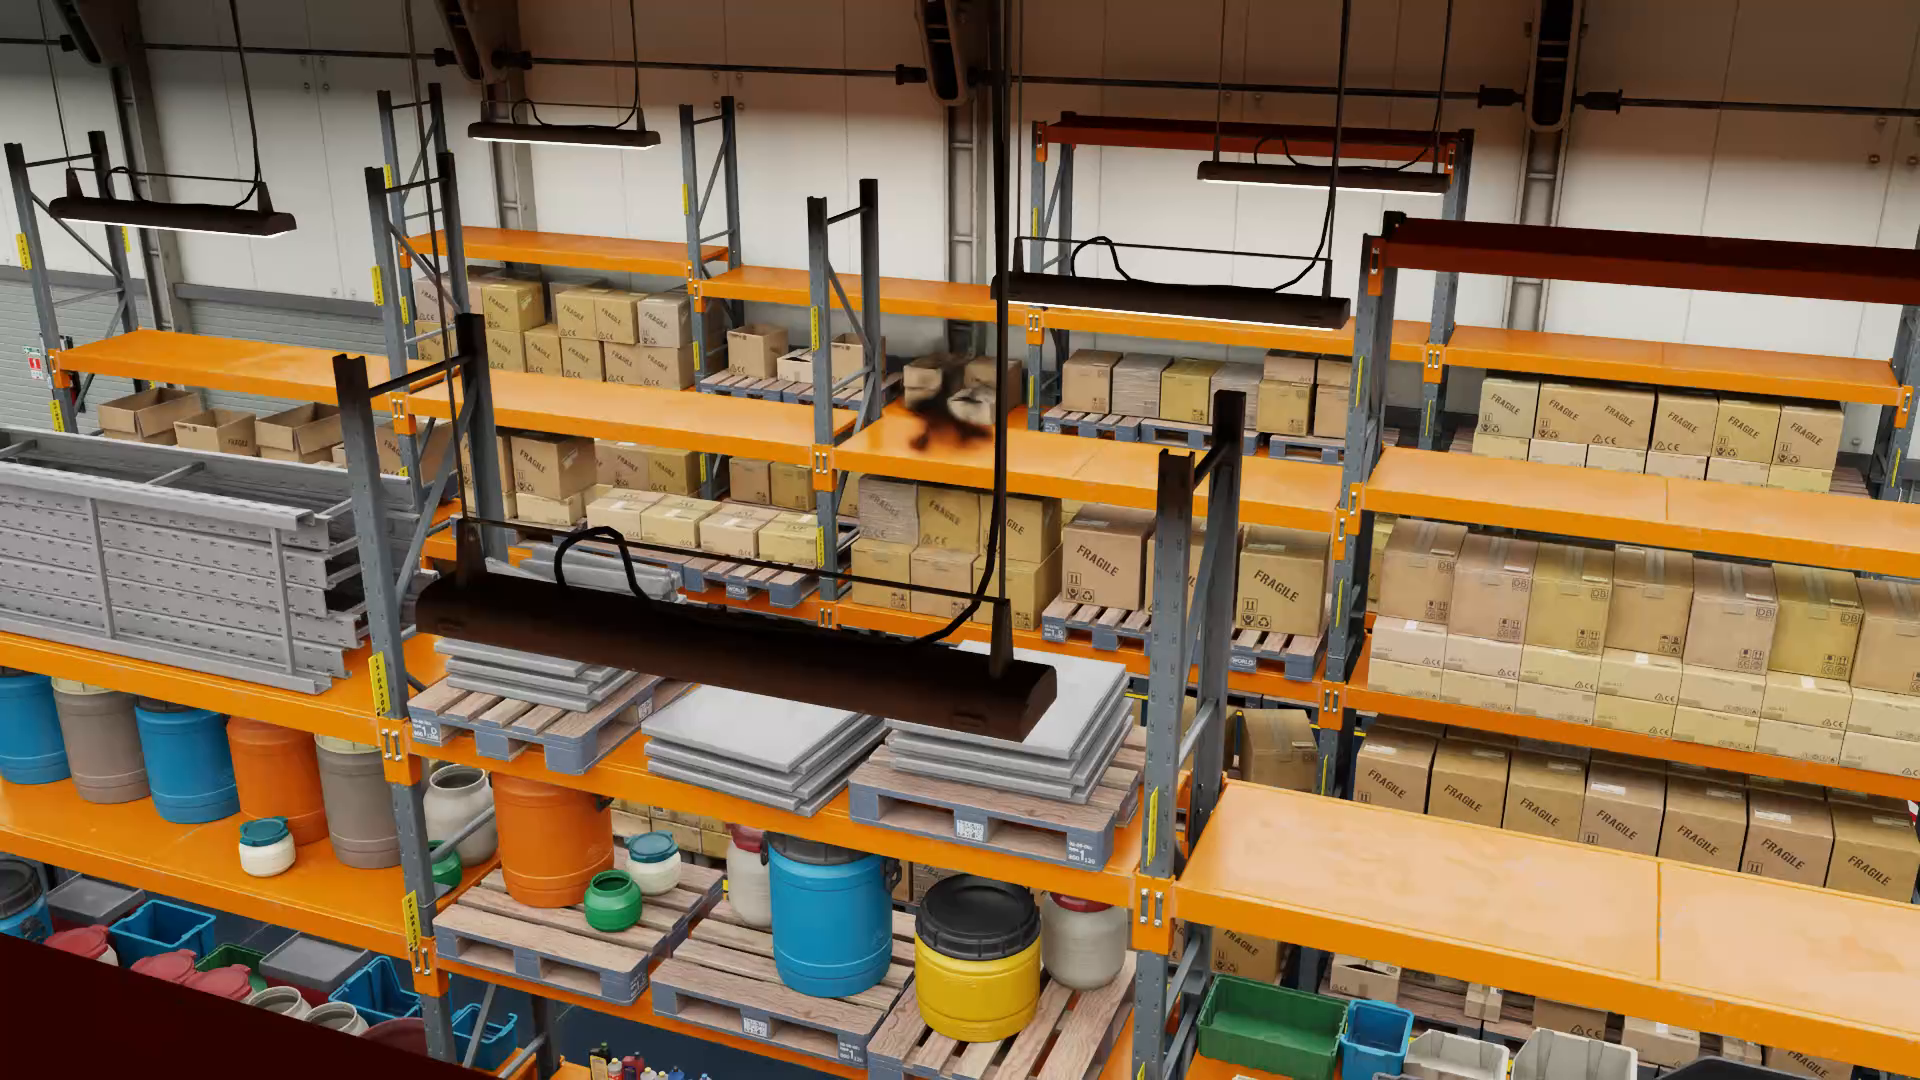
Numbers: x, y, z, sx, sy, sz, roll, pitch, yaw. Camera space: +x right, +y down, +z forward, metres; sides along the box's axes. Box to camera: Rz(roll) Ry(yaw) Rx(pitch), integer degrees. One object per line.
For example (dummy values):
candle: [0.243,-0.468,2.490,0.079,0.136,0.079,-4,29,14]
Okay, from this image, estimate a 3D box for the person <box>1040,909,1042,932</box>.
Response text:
person: [0.583,3.278,11.363,0.603,1.741,0.646,3,21,8]
